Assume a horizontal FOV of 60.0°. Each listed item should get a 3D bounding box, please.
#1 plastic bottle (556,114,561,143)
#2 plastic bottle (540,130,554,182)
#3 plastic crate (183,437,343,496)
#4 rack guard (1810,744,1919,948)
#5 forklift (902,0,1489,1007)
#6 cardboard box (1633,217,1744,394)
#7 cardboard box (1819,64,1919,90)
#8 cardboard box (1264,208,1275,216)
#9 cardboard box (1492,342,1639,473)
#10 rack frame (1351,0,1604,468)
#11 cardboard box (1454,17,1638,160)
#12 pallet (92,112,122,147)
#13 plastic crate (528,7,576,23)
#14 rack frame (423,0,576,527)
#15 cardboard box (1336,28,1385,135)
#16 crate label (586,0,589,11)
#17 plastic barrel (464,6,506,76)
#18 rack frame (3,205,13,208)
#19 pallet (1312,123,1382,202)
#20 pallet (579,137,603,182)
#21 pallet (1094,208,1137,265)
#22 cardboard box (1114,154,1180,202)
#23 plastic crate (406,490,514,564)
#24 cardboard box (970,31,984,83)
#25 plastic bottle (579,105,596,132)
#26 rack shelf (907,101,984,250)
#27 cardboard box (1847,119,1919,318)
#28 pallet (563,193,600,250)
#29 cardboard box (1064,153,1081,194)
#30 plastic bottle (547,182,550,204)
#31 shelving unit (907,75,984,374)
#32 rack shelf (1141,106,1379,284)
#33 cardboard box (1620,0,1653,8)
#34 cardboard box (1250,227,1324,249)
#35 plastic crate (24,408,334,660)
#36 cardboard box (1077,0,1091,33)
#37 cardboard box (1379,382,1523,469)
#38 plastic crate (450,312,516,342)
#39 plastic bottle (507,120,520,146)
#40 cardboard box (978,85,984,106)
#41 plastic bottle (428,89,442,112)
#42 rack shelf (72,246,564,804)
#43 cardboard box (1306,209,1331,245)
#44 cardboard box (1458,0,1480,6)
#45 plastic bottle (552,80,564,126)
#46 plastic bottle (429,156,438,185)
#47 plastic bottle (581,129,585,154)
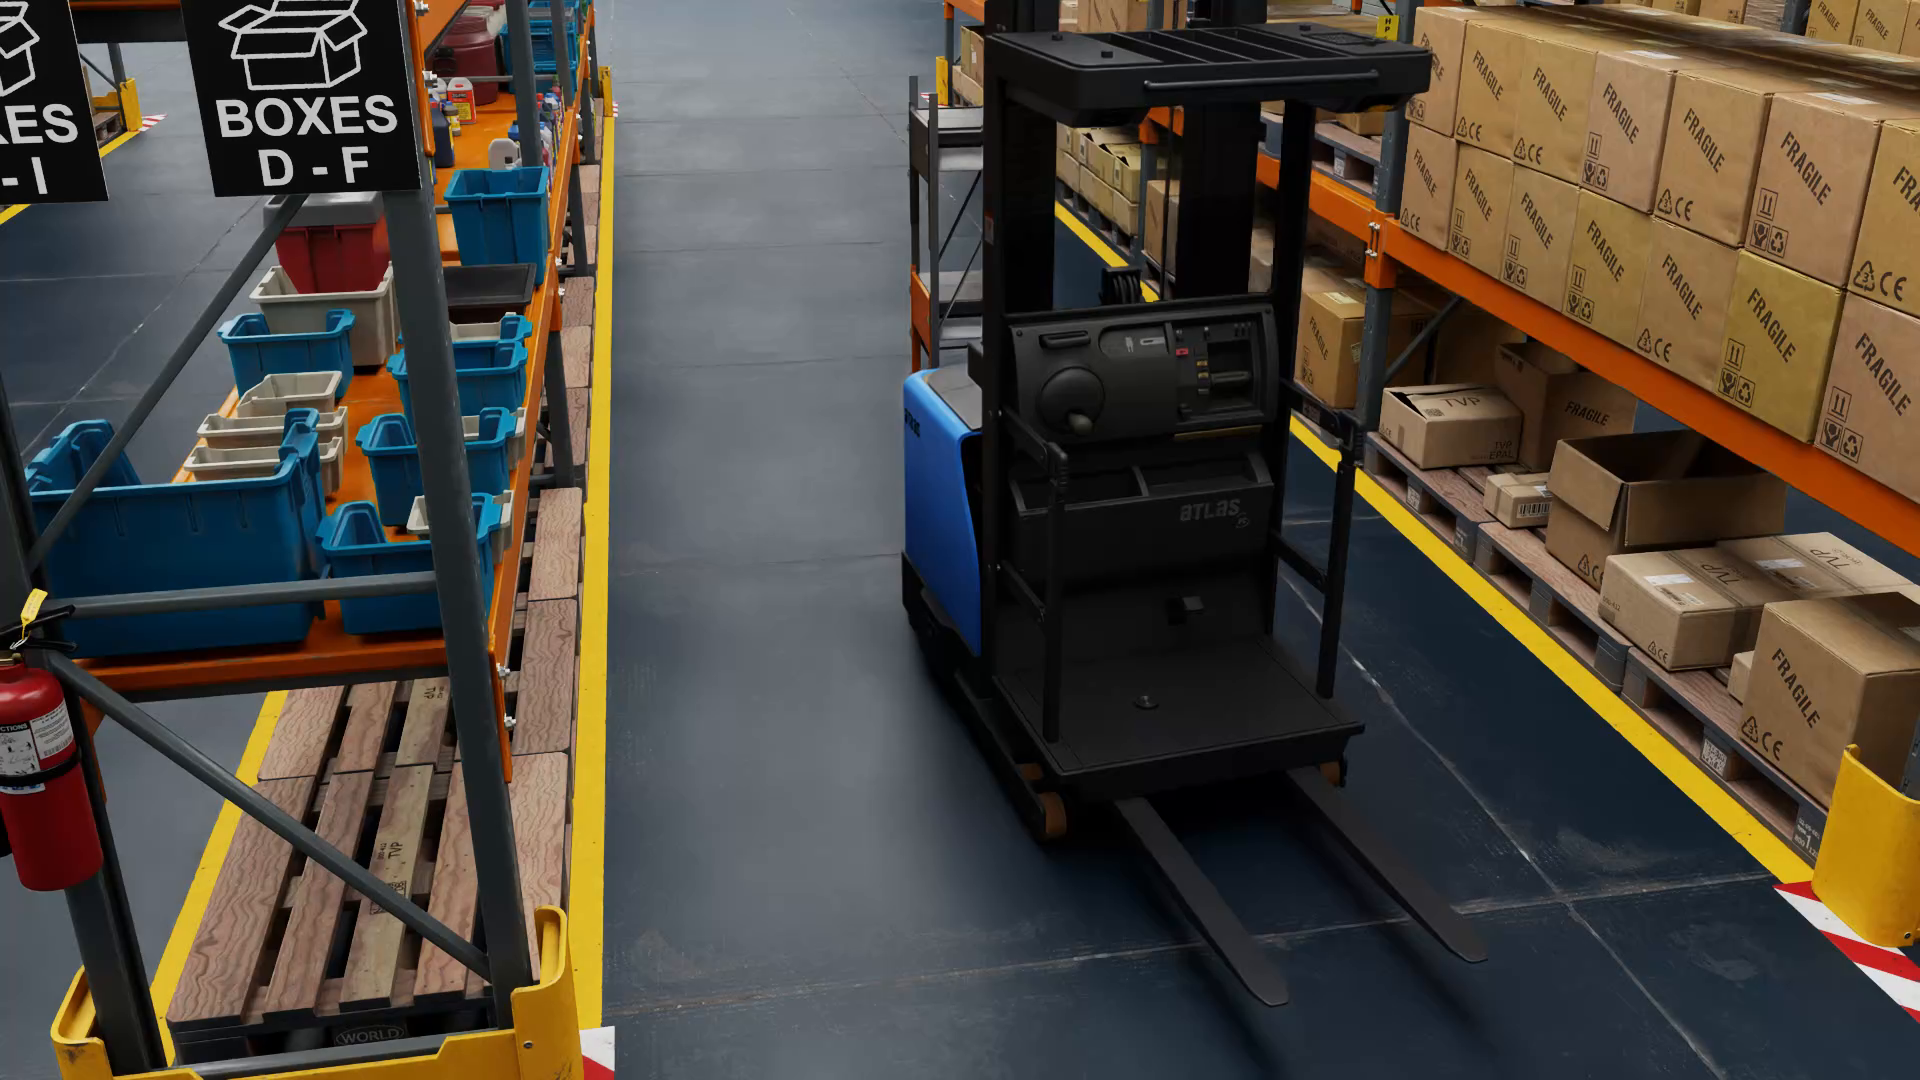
[{"bbox_3d":[-2.435,-2.468,9.901,0.097,0.201,0.097,0,24,0],"label":"plastic bottle"},{"bbox_3d":[-2.251,-2.051,8.854,0.152,0.276,0.135,-4,24,-10],"label":"plastic bottle"},{"bbox_3d":[-1.954,-0.198,4.710,0.396,0.136,0.243,-4,24,-10],"label":"plastic crate"},{"bbox_3d":[3.269,0.882,5.107,1.175,0.500,0.348,-4,24,-10],"label":"rack guard"},{"bbox_3d":[0.684,-0.529,5.298,1.130,2.935,3.031,-7,25,-16],"label":"forklift"},{"bbox_3d":[2.746,-0.836,5.792,0.500,0.500,0.500,-4,24,-9],"label":"cardboard box"},{"bbox_3d":[3.268,-1.334,5.683,0.500,0.500,0.500,-4,24,-9],"label":"cardboard box"},{"bbox_3d":[2.302,-1.883,10.887,0.500,0.500,0.500,-5,24,-12],"label":"cardboard box"},{"bbox_3d":[2.927,-0.660,8.088,0.500,0.500,0.500,-4,24,-10],"label":"cardboard box"},{"bbox_3d":[2.543,-1.807,8.141,1.000,3.000,0.127,-4,24,-10],"label":"rack frame"},{"bbox_3d":[2.449,-1.902,6.984,0.500,0.500,0.500,-5,24,-11],"label":"cardboard box"},{"bbox_3d":[-9.283,-4.166,17.024,1.003,0.211,1.213,-4,24,-10],"label":"pallet"},{"bbox_3d":[-3.063,-3.703,12.401,0.402,0.464,0.583,-4,24,-10],"label":"plastic crate"},{"bbox_3d":[-2.326,-1.442,7.304,1.000,3.000,0.127,-4,24,-10],"label":"rack frame"},{"bbox_3d":[2.486,-2.514,9.110,0.700,0.500,0.500,-1,24,-1],"label":"cardboard box"},{"bbox_3d":[-3.938,-5.475,16.493,0.502,0.435,0.616,-4,24,-10],"label":"crate label"},{"bbox_3d":[-3.543,-3.621,12.154,0.421,0.512,0.421,0,24,0],"label":"plastic barrel"},{"bbox_3d":[-8.672,-4.222,13.670,1.000,3.000,0.127,-4,24,-10],"label":"rack frame"},{"bbox_3d":[2.503,-2.042,8.917,1.003,0.211,1.213,-4,24,-10],"label":"pallet"},{"bbox_3d":[-3.888,-3.578,15.679,1.003,0.211,1.213,-4,24,-10],"label":"pallet"},{"bbox_3d":[1.689,-2.430,13.049,1.003,0.211,1.213,-4,24,-10],"label":"pallet"},{"bbox_3d":[1.464,-2.758,12.527,0.500,0.311,0.500,-4,24,-8],"label":"cardboard box"},{"bbox_3d":[-1.286,-0.029,4.324,0.250,0.136,0.298,-4,24,-10],"label":"plastic crate"},{"bbox_3d":[0.404,-5.184,17.845,0.500,0.500,0.500,-4,24,-10],"label":"cardboard box"},{"bbox_3d":[-3.660,-4.166,16.302,0.144,0.351,0.185,-4,24,-10],"label":"plastic bottle"},{"bbox_3d":[0.031,-1.526,6.906,0.431,0.518,0.480,-4,24,-10],"label":"rack shelf"},{"bbox_3d":[2.930,-0.893,4.672,0.500,0.500,0.500,-5,24,-10],"label":"cardboard box"},{"bbox_3d":[-3.393,-2.524,13.266,1.003,0.211,1.213,-4,24,-10],"label":"pallet"},{"bbox_3d":[1.180,-3.105,14.022,0.500,0.250,0.500,-4,24,-9],"label":"cardboard box"},{"bbox_3d":[-2.117,-1.791,8.352,0.097,0.201,0.097,0,24,0],"label":"plastic bottle"},{"bbox_3d":[0.031,-0.897,7.181,0.431,2.100,0.503,-4,24,-10],"label":"shelving unit"},{"bbox_3d":[2.173,-2.264,10.086,1.077,0.370,4.000,-4,24,-10],"label":"rack shelf"},{"bbox_3d":[6.241,-4.890,14.524,0.700,0.500,0.500,-1,24,-2],"label":"cardboard box"},{"bbox_3d":[1.898,-1.629,10.305,0.500,0.500,0.500,-5,24,-12],"label":"cardboard box"},{"bbox_3d":[-1.831,-0.030,3.953,0.616,0.435,0.499,-4,24,-10],"label":"plastic crate"},{"bbox_3d":[1.287,-4.489,14.156,0.500,0.500,0.500,-3,24,-6],"label":"cardboard box"},{"bbox_3d":[2.408,-0.596,8.176,0.500,0.311,0.500,-4,24,-10],"label":"cardboard box"},{"bbox_3d":[-1.708,-0.686,5.828,0.293,0.136,0.466,-4,24,-10],"label":"plastic crate"},{"bbox_3d":[-2.423,-2.163,9.114,0.097,0.271,0.097,0,24,0],"label":"plastic bottle"},{"bbox_3d":[0.480,-4.642,17.542,0.500,0.250,0.500,-4,24,-10],"label":"cardboard box"},{"bbox_3d":[-3.217,-2.583,10.071,0.152,0.276,0.135,-4,24,-10],"label":"plastic bottle"},{"bbox_3d":[-1.956,-0.326,5.647,1.077,0.370,4.000,-4,24,-10],"label":"rack shelf"},{"bbox_3d":[2.415,-2.006,10.232,0.500,0.250,0.500,-5,24,-11],"label":"cardboard box"},{"bbox_3d":[5.462,-5.623,17.040,0.500,0.250,0.500,-4,24,-10],"label":"cardboard box"},{"bbox_3d":[-2.529,-2.744,10.430,0.061,0.283,0.133,-4,24,-10],"label":"plastic bottle"},{"bbox_3d":[-2.826,-2.017,8.782,0.097,0.271,0.097,0,24,0],"label":"plastic bottle"},{"bbox_3d":[-3.433,-3.698,15.329,0.097,0.271,0.097,0,24,0],"label":"plastic bottle"}]
